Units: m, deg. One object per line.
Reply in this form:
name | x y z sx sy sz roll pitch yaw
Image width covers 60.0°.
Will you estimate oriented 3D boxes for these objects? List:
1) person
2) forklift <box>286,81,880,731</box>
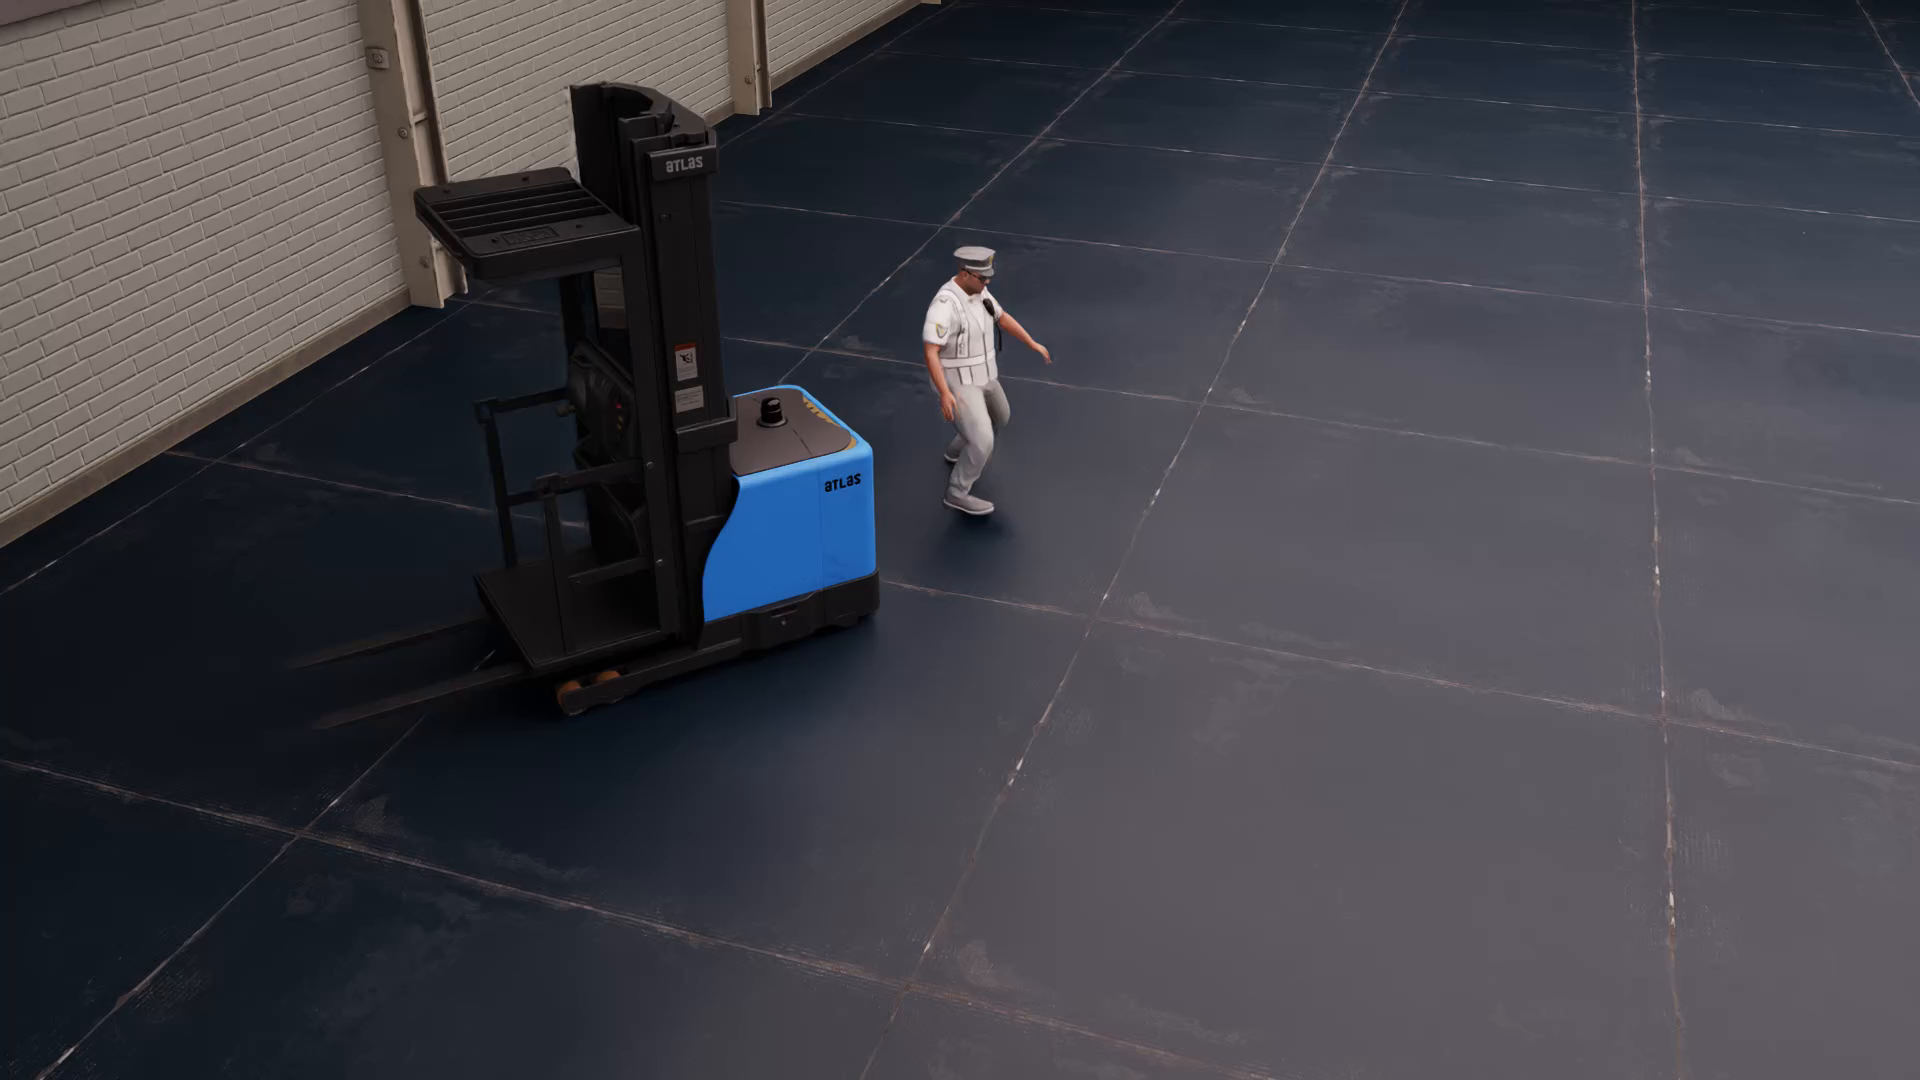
person | 0.099 -1.034 10.333 0.721 1.628 0.971 18 34 29
forklift | -1.984 -0.679 8.327 3.031 2.935 1.130 -16 33 -26
